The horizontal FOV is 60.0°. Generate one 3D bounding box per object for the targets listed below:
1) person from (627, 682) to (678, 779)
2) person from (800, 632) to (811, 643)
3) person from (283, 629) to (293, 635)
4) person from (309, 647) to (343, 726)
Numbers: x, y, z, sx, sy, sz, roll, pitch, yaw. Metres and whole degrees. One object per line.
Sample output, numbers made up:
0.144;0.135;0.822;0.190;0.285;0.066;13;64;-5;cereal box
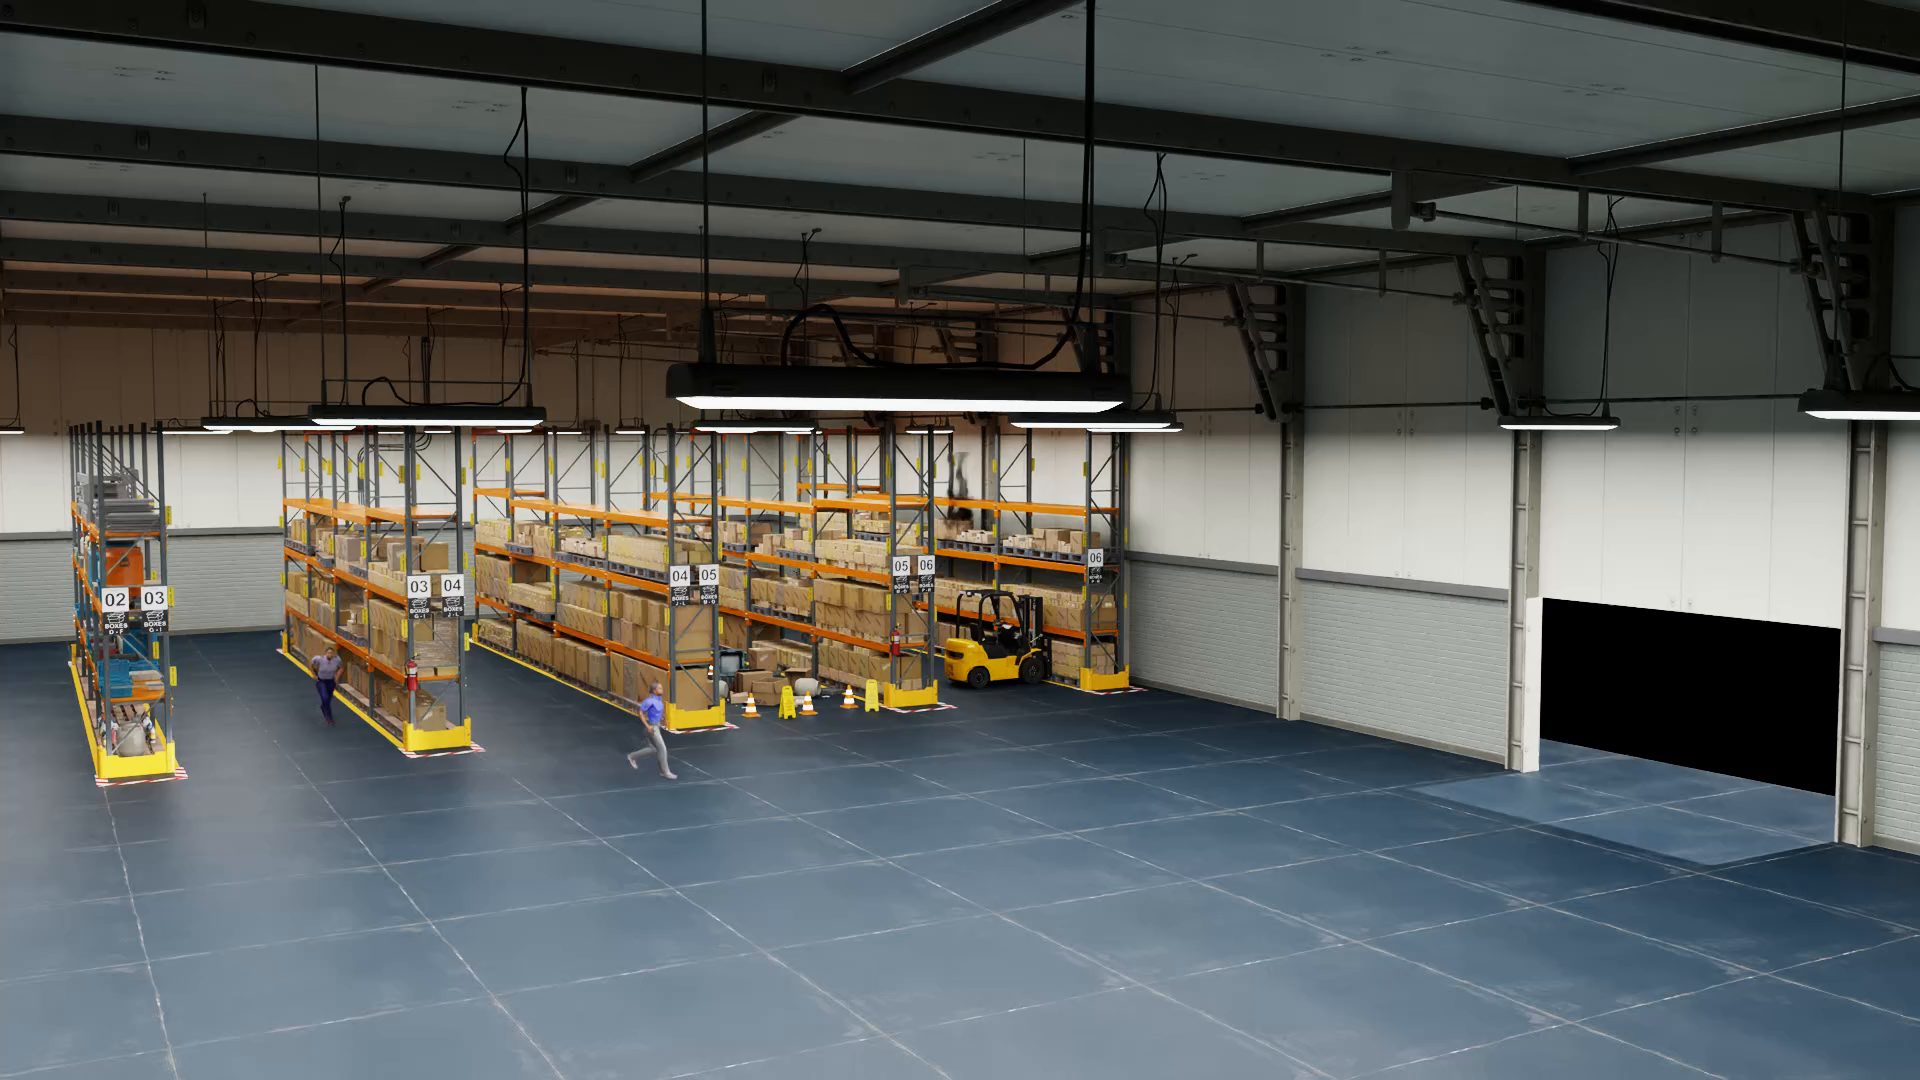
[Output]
-5.194;3.199;27.913;0.872;1.637;0.599;1;4;8;person
-4.167;2.158;45.424;0.542;1.583;0.857;-2;4;-30;person
-18.209;2.102;45.651;0.707;1.652;0.589;-1;4;-14;person
-12.732;2.910;33.367;0.642;1.598;0.977;-2;4;-31;person
